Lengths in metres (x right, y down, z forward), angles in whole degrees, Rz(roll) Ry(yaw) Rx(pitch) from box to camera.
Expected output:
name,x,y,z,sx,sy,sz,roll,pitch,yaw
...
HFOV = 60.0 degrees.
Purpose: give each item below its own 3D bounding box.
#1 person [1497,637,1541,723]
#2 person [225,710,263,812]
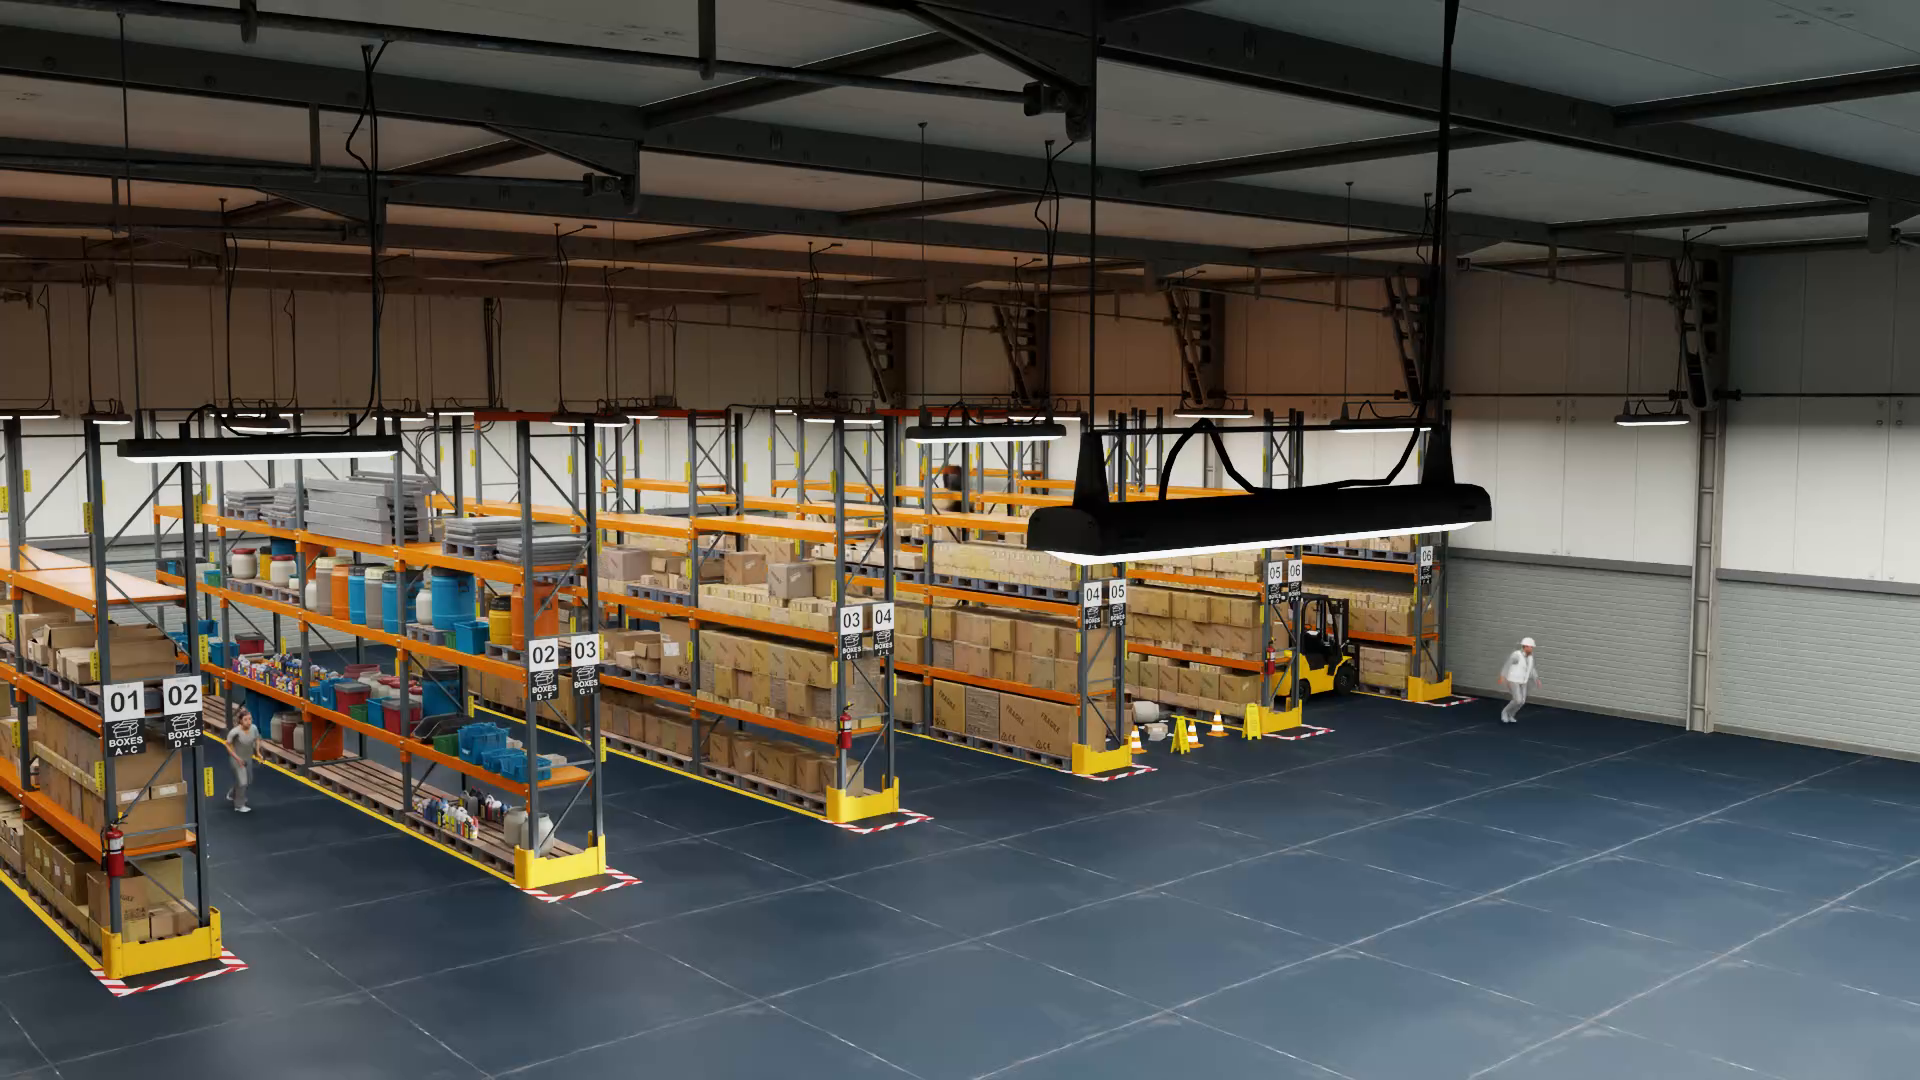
name,x,y,z,sx,sy,sz,roll,pitch,yaw
person,10.699,2.682,31.797,0.632,1.681,0.681,-3,6,-29
person,-10.946,3.330,25.242,0.779,1.577,0.579,3,6,27
